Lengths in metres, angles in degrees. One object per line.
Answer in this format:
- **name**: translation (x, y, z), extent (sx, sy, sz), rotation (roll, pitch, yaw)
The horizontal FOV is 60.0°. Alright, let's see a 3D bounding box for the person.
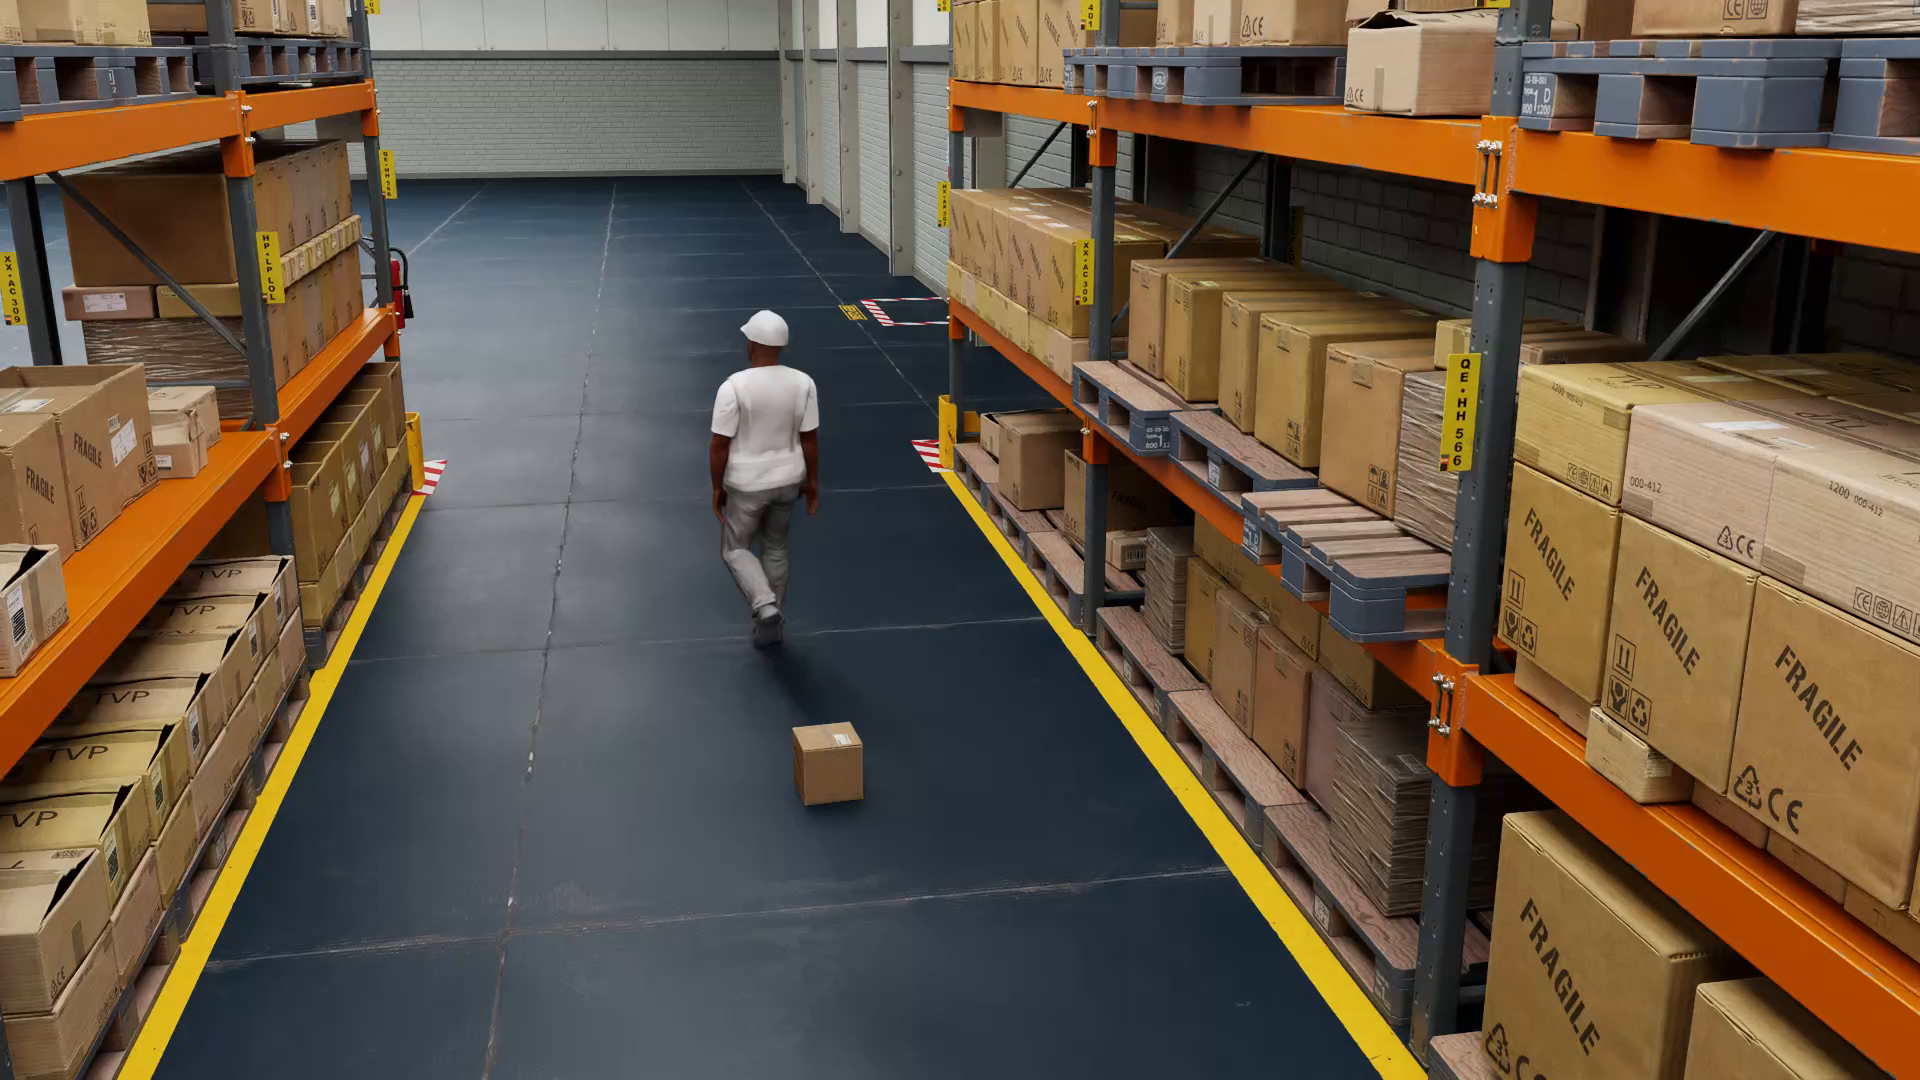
- **person**: translation (-0.988, -0.290, 8.438), extent (0.588, 1.748, 0.686), rotation (-9, 18, -27)
